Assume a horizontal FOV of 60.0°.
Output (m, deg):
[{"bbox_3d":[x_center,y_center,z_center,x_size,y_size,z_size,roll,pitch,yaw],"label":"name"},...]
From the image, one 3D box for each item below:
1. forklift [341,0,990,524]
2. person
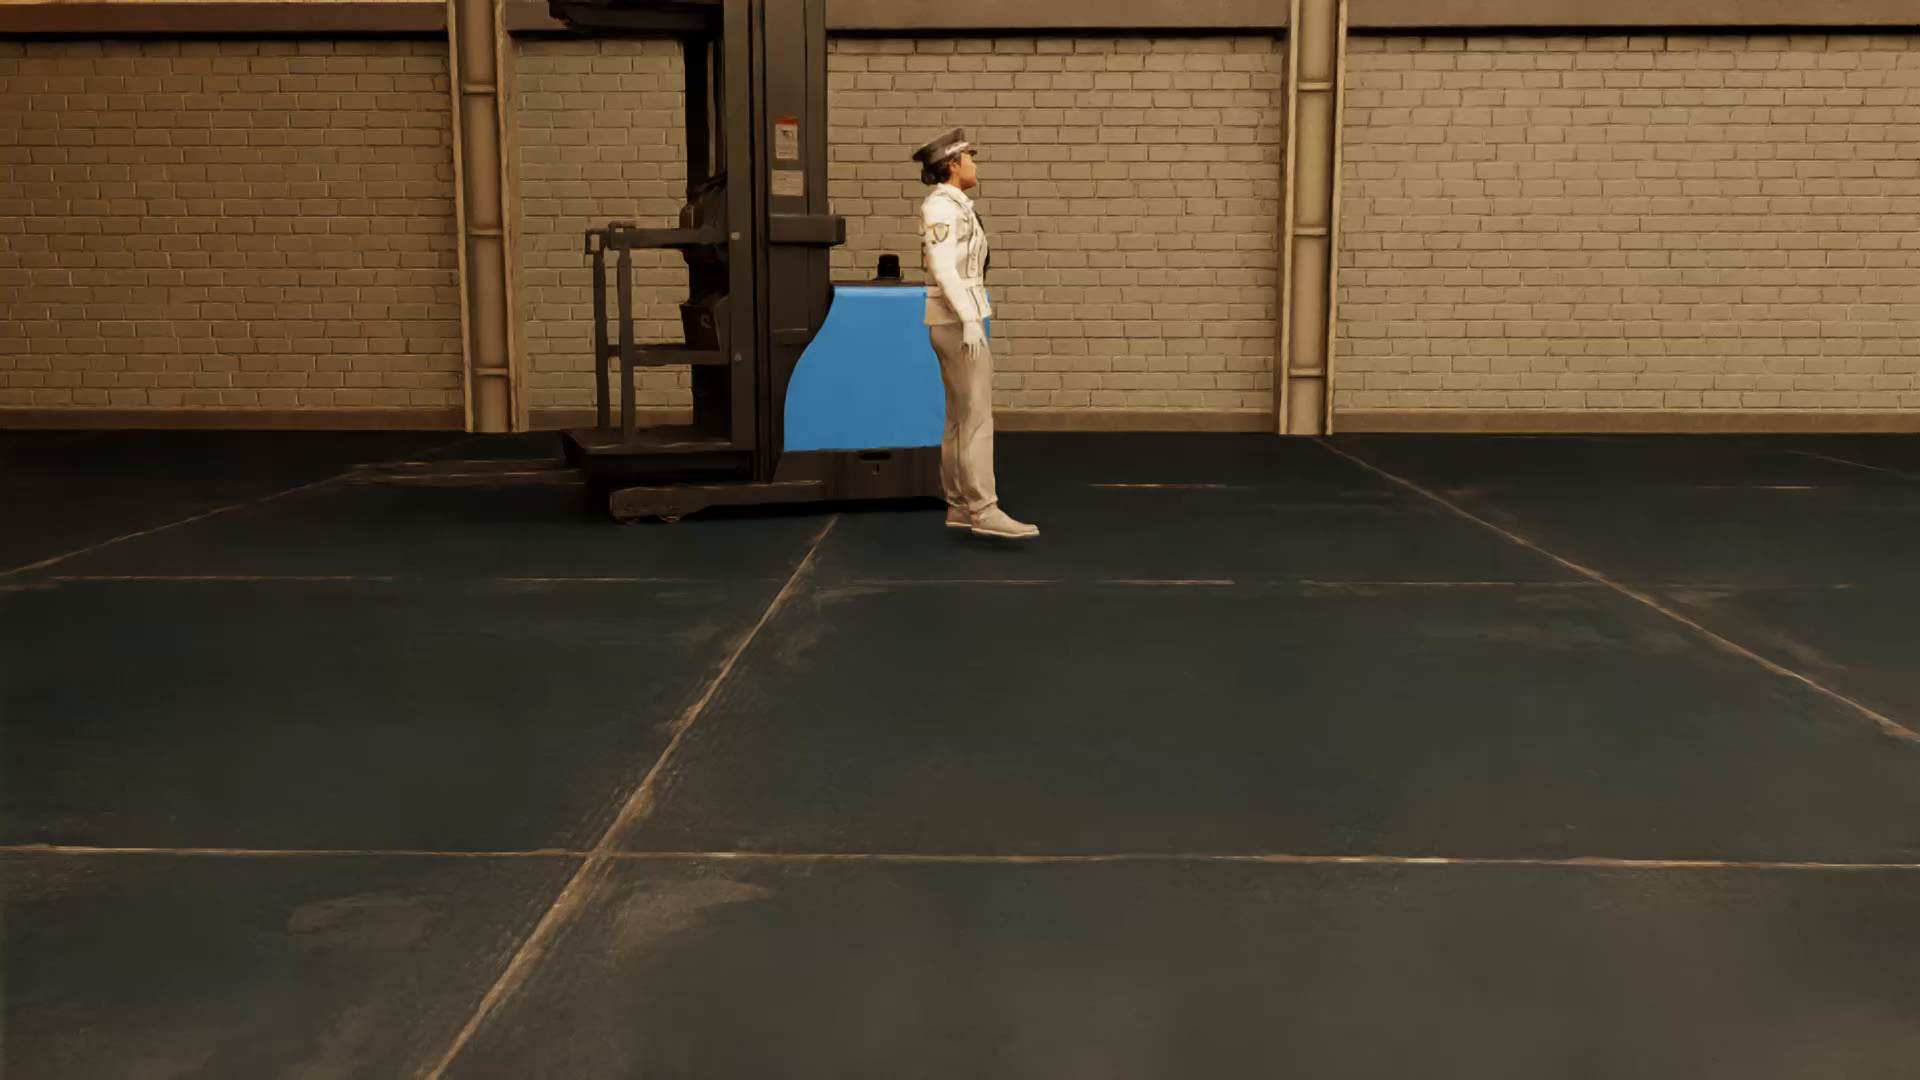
[{"bbox_3d":[-1.416,-1.612,7.975,3.031,2.935,1.130,-3,9,-18],"label":"forklift"},{"bbox_3d":[0.067,-0.883,6.984,0.534,1.695,0.586,0,9,1],"label":"person"}]
